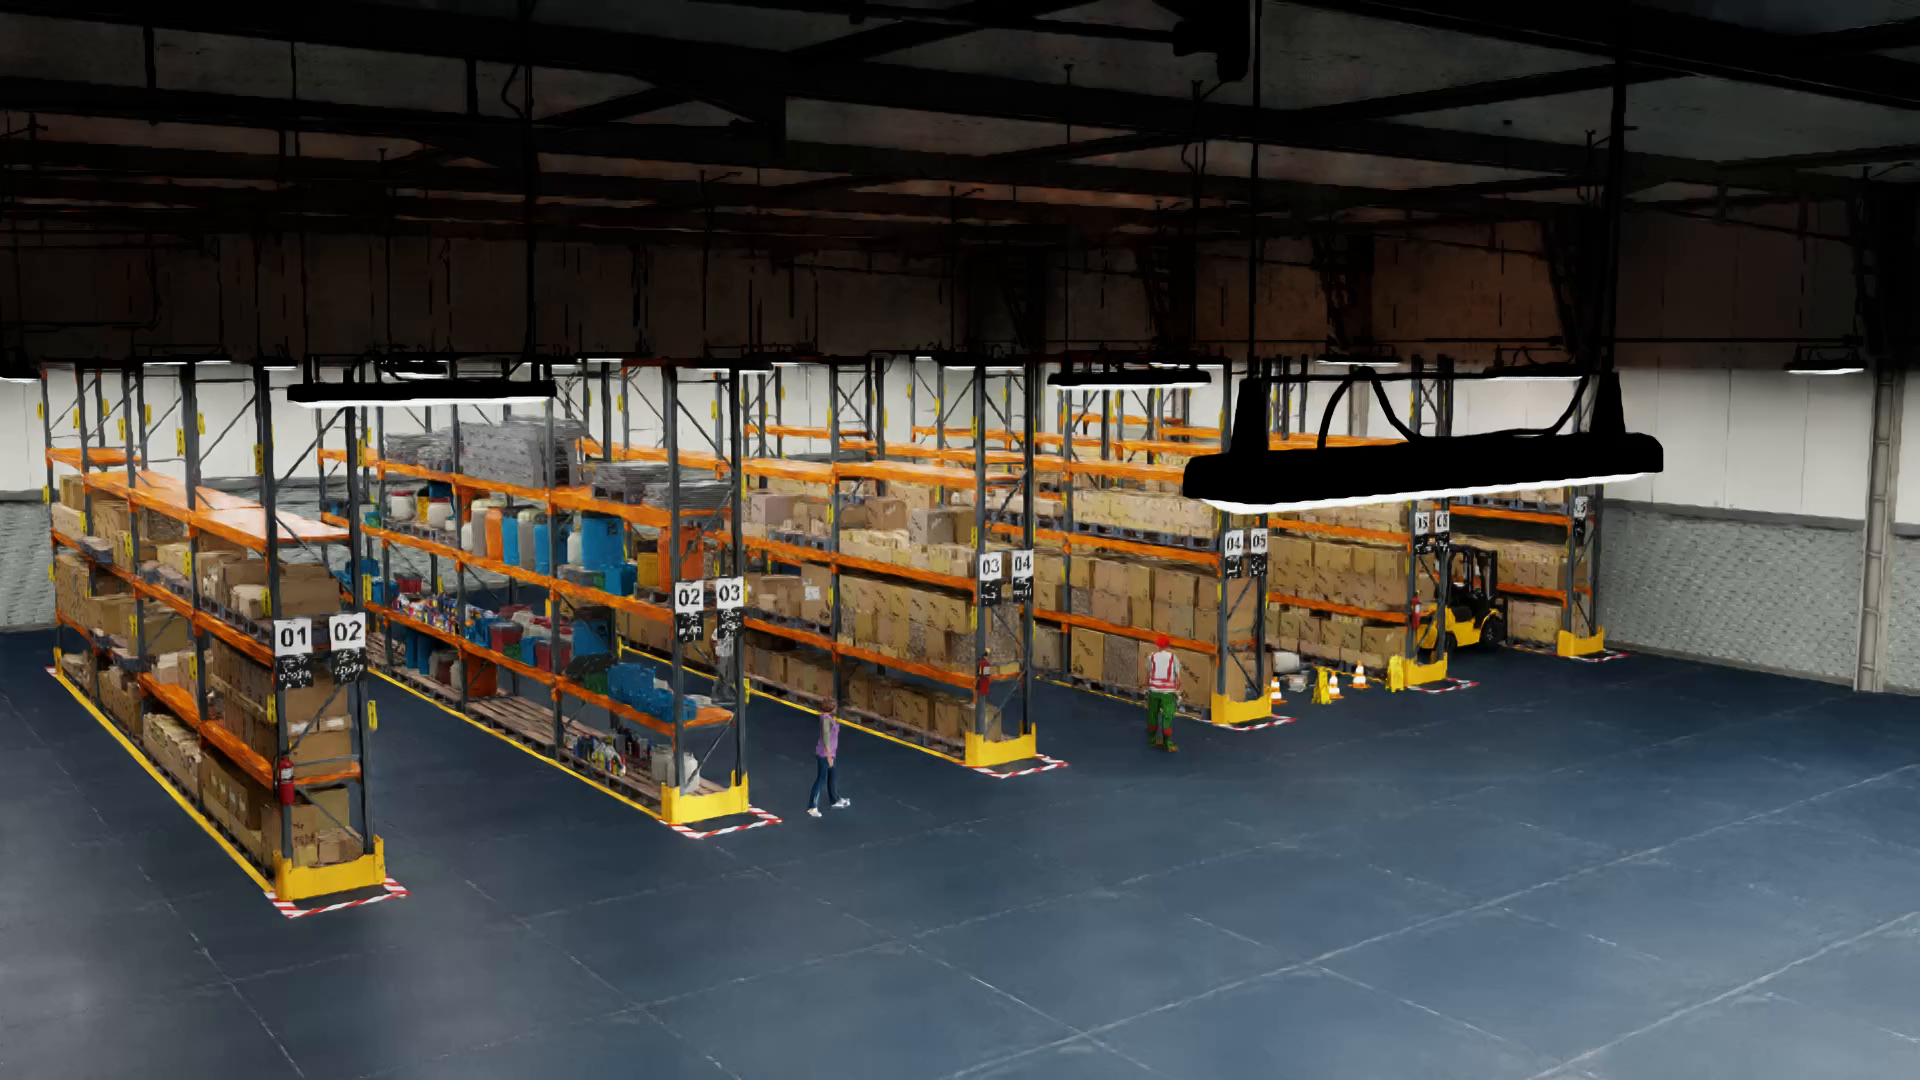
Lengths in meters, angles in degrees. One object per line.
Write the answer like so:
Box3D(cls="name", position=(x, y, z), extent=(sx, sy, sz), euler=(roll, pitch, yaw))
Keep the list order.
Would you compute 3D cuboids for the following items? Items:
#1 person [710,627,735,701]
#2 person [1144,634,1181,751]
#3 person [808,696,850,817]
Box3D(cls="person", position=(-4.118, 2.024, 29.257), extent=(0.592, 1.629, 0.532), euler=(-5, 9, -38))
Box3D(cls="person", position=(3.140, 2.342, 25.756), extent=(0.605, 1.783, 0.451), euler=(3, 8, 24))
Box3D(cls="person", position=(-1.766, 2.863, 22.284), extent=(0.531, 1.588, 0.638), euler=(0, 7, 1))
